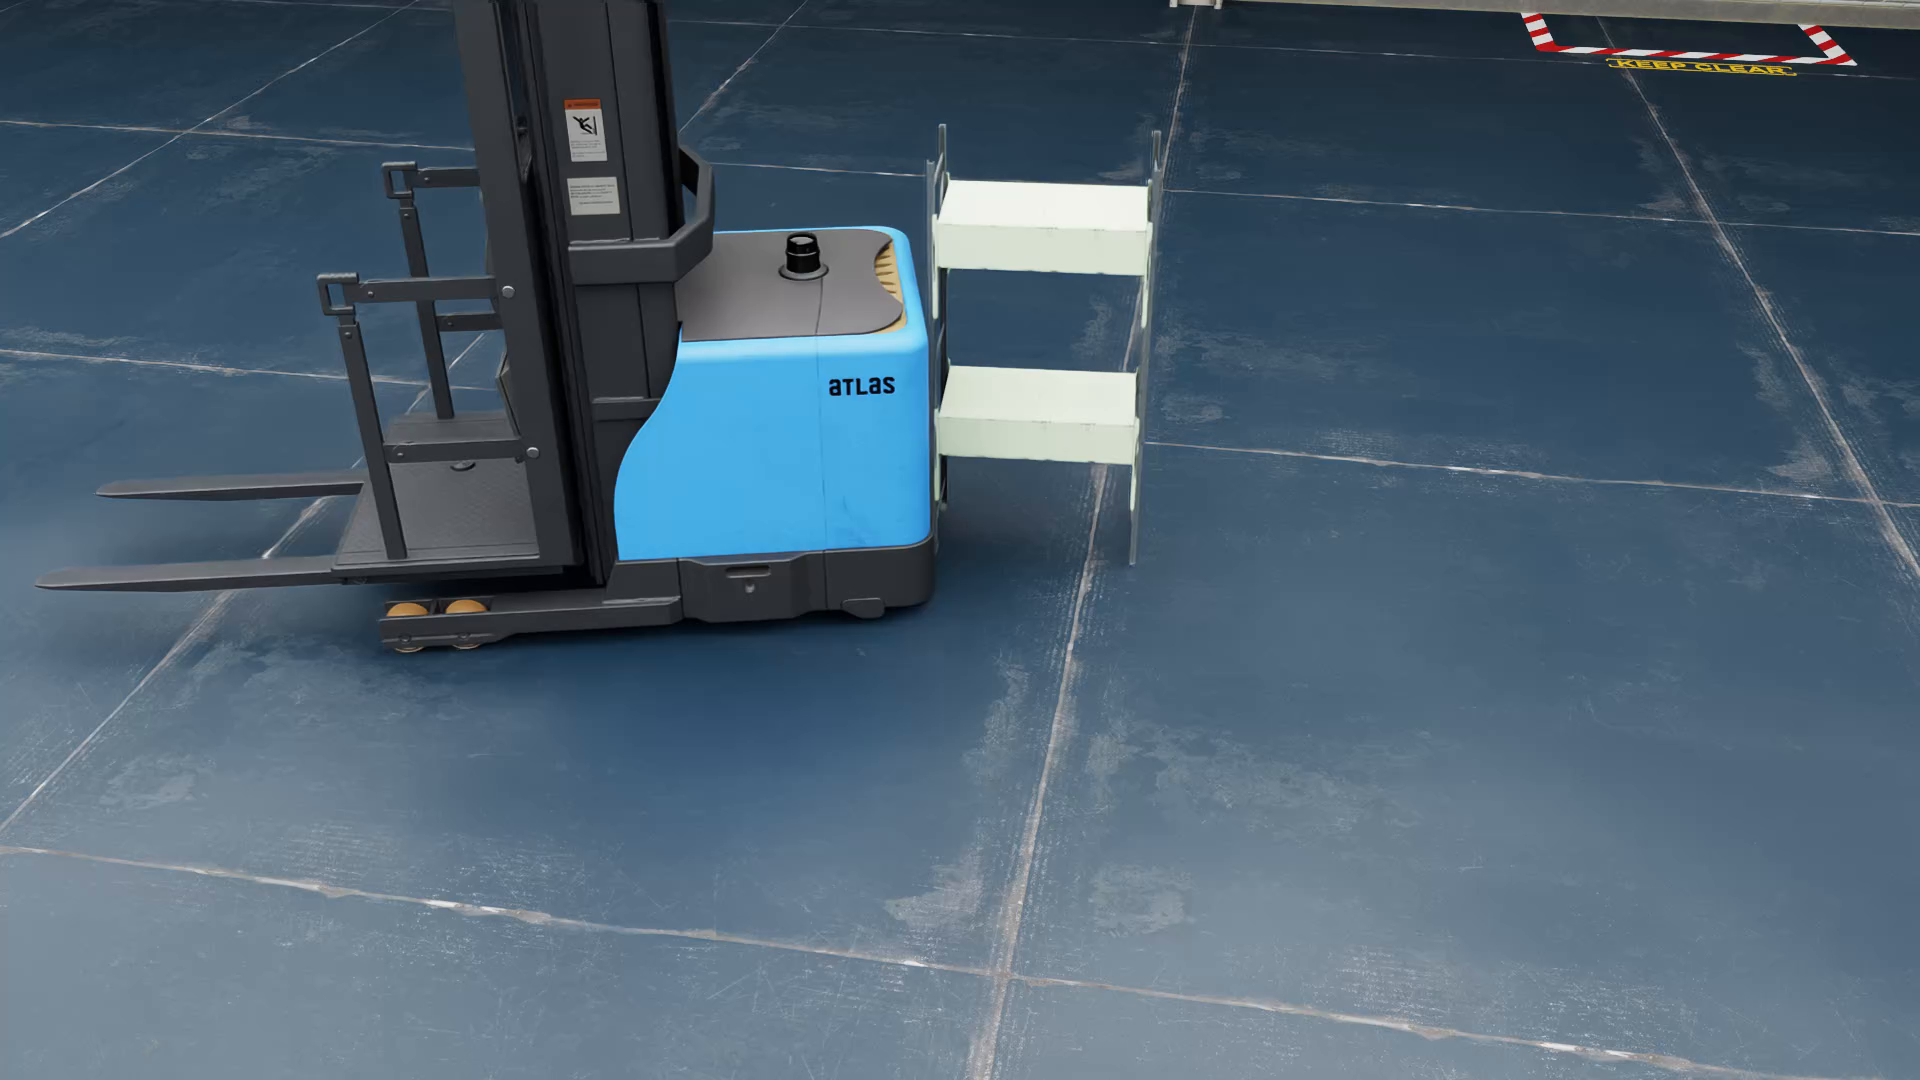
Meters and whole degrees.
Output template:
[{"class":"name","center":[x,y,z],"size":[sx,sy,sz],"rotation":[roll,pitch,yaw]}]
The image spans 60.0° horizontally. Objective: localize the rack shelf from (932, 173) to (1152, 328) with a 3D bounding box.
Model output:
[{"class":"rack shelf","center":[0.287,-0.997,5.694],"size":[0.720,0.370,0.431],"rotation":[3,32,5]}]

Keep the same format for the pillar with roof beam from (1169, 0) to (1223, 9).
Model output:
[{"class":"pillar with roof beam","center":[1.112,-5.736,6.932],"size":[0.400,9.000,9.100],"rotation":[5,32,8]}]

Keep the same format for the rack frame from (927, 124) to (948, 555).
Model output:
[{"class":"rack frame","center":[-0.078,-0.685,5.931],"size":[0.023,1.500,0.400],"rotation":[3,32,5]}]

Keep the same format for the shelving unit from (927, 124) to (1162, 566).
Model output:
[{"class":"shelving unit","center":[0.287,-0.666,5.901],"size":[0.755,1.500,0.431],"rotation":[3,32,5]}]

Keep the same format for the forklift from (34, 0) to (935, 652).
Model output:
[{"class":"forklift","center":[-1.639,-1.156,5.335],"size":[3.031,2.935,1.130],"rotation":[-3,32,-5]}]

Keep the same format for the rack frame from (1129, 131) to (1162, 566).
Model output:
[{"class":"rack frame","center":[0.651,-0.647,5.871],"size":[0.023,1.500,0.400],"rotation":[3,32,5]}]

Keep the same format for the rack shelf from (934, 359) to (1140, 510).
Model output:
[{"class":"rack shelf","center":[0.287,-0.390,6.074],"size":[0.720,0.370,0.431],"rotation":[3,32,5]}]
